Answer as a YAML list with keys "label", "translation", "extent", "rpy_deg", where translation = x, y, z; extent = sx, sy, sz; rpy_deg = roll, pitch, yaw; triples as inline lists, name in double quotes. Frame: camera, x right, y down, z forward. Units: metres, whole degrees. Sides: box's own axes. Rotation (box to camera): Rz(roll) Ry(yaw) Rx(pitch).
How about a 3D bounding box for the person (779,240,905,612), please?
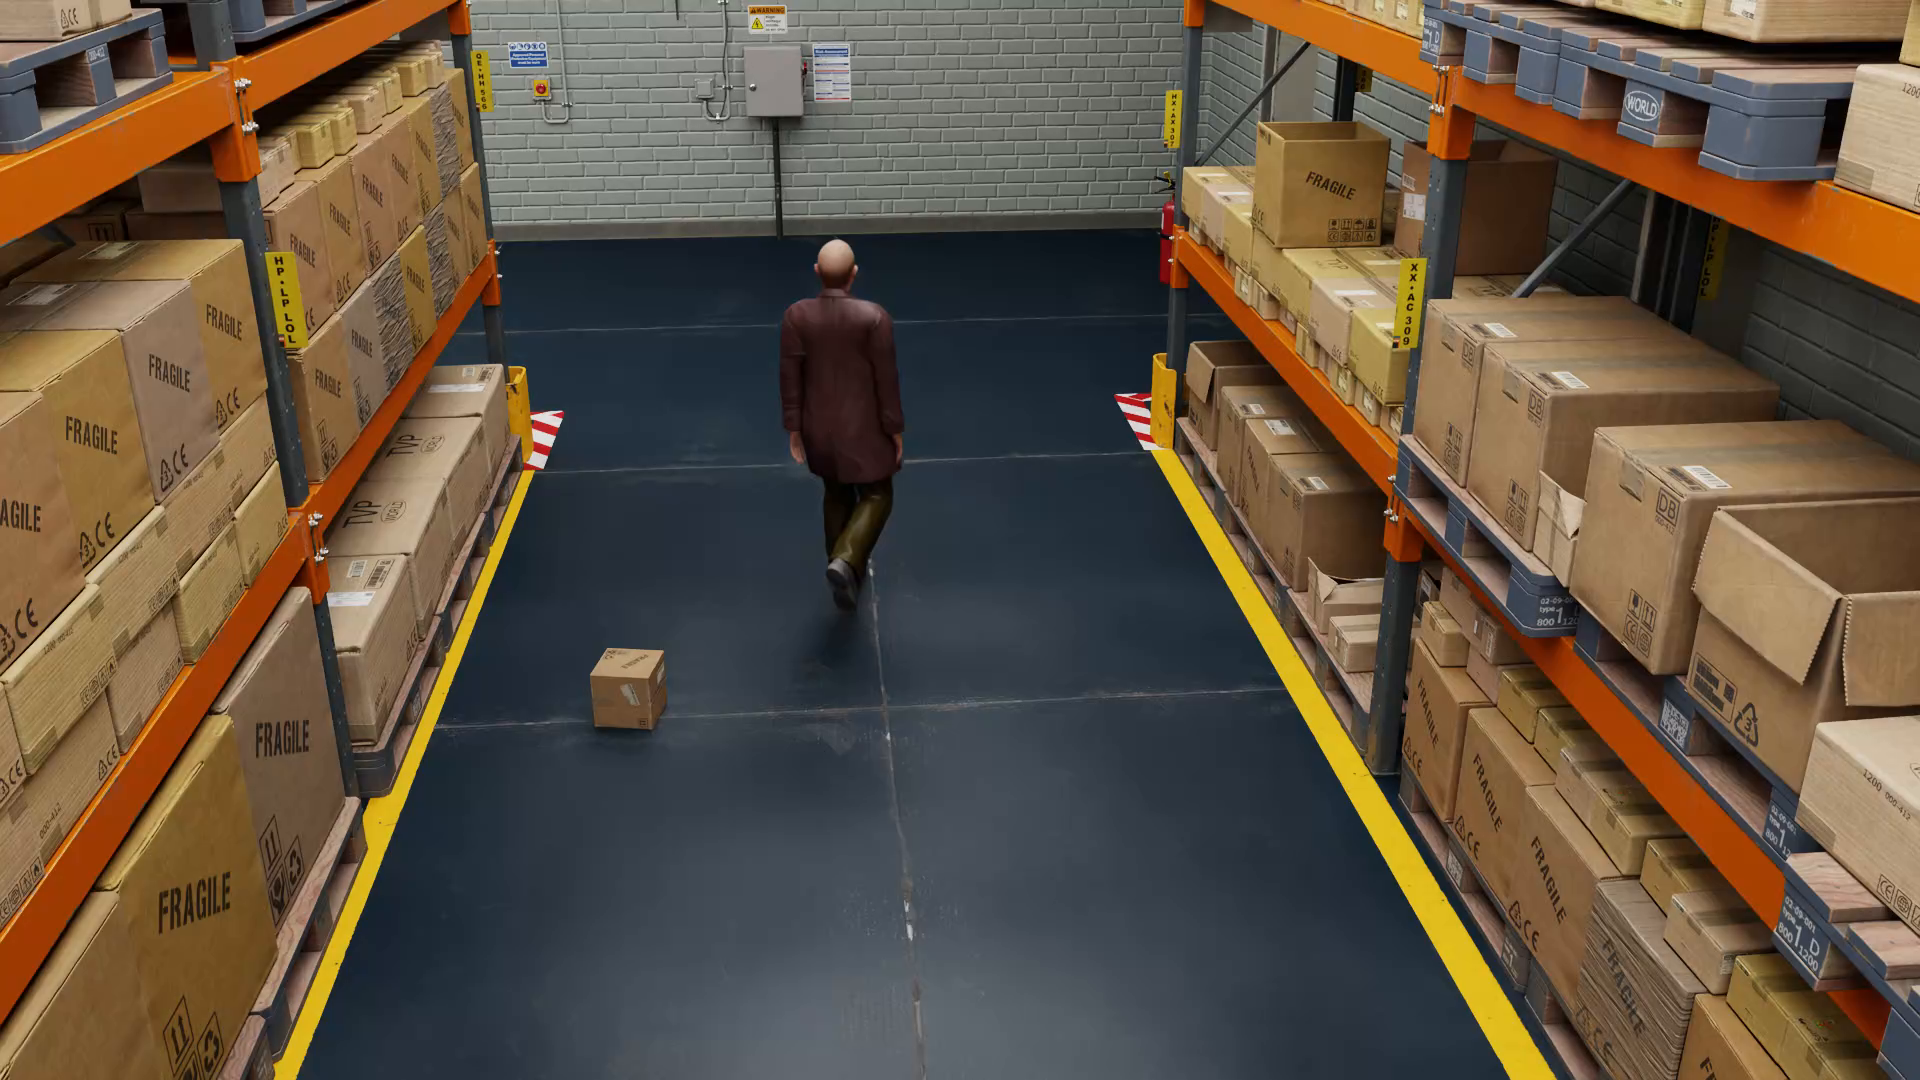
- label: "person"
  translation: [-0.552, -0.519, 7.774]
  extent: [0.590, 1.758, 0.832]
  rpy_deg: [6, 24, 14]
